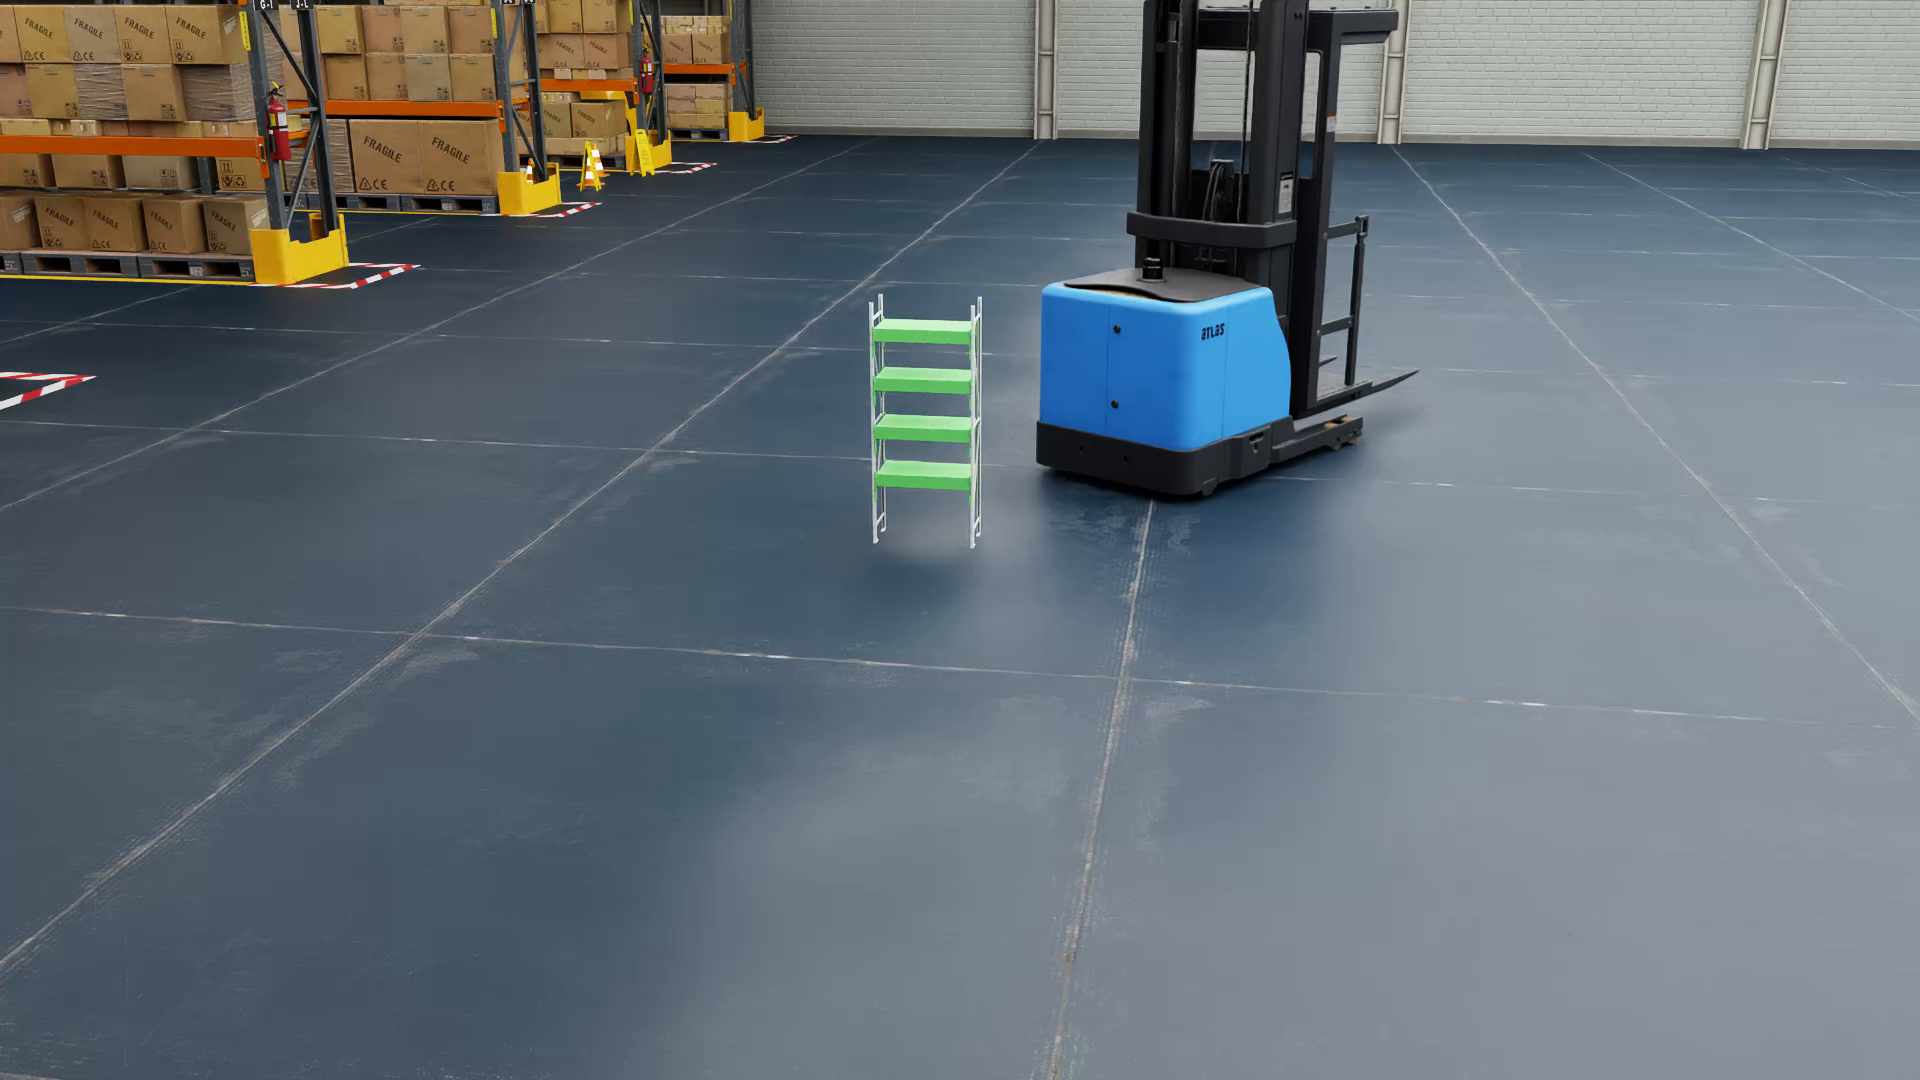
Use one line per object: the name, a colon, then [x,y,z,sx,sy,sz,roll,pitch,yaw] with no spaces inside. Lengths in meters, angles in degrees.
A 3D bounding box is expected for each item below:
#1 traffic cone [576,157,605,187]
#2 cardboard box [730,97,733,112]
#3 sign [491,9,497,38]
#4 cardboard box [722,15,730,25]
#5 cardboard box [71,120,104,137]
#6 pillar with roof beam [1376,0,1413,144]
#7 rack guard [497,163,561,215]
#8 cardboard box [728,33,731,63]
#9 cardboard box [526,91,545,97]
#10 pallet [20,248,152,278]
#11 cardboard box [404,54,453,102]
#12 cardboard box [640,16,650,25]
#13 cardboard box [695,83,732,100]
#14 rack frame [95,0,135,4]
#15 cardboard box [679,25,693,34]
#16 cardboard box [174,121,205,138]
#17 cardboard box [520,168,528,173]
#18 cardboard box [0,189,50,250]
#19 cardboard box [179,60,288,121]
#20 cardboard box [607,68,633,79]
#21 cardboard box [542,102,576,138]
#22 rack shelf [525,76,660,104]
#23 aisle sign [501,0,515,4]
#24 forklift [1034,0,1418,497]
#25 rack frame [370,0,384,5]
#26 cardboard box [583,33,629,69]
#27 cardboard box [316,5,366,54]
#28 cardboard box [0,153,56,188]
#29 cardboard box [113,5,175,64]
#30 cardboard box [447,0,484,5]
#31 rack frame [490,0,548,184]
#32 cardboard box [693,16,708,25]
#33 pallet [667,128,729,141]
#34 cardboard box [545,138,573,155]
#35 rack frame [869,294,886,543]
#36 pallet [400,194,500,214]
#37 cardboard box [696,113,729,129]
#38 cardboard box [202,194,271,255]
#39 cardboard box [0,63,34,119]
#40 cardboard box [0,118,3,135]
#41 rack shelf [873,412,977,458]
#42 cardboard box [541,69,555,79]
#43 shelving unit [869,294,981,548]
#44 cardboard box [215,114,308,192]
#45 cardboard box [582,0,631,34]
traffic cone: [-5.096,-5.116,22.864,0.334,0.463,0.336,3,19,9]
cardboard box: [-4.274,-7.843,29.899,0.500,0.250,0.500,3,19,10]
sign: [-5.411,-6.003,19.318,0.005,0.325,0.100,3,19,9]
cardboard box: [-4.140,-9.202,29.428,0.250,0.149,0.380,3,19,8]
cardboard box: [-8.010,-3.835,15.433,0.250,0.149,0.380,3,19,9]
pillar with roof beam: [6.778,-9.831,23.504,0.400,9.000,9.100,3,19,9]
rack guard: [-5.288,-4.324,20.438,0.348,0.500,1.175,3,19,9]
cardboard box: [-4.288,-8.781,29.662,0.500,0.500,0.500,4,19,10]
cardboard box: [-6.339,-6.608,24.794,0.250,0.149,0.380,4,19,11]
pallet: [-8.271,-2.757,16.211,1.213,0.211,1.003,3,19,9]
cardboard box: [-6.231,-5.607,20.097,0.550,0.550,0.875,3,19,9]
cardboard box: [-5.506,-9.103,29.132,0.250,0.149,0.380,3,19,10]
cardboard box: [-4.347,-7.917,29.332,0.500,0.250,0.500,4,19,10]
rack frame: [-15.691,-9.226,31.148,0.127,3.000,1.000,3,19,9]
cardboard box: [-4.733,-8.942,29.121,0.250,0.149,0.380,3,19,10]
cardboard box: [-7.014,-3.802,15.333,0.250,0.149,0.380,3,19,9]
cardboard box: [-6.240,-5.148,23.453,0.250,0.149,0.380,14,23,37]
cardboard box: [-9.192,-3.118,16.171,0.500,0.500,0.500,9,21,26]
cardboard box: [-6.737,-4.187,15.462,0.500,0.500,0.875,3,19,9]
cardboard box: [-5.029,-6.899,24.591,0.250,0.149,0.380,4,19,10]
cardboard box: [-5.974,-6.301,24.898,0.500,0.500,0.500,4,19,11]
rack shelf: [-6.601,-6.826,25.110,4.000,0.370,1.077,3,19,9]
aisle sign: [-5.289,-6.646,19.341,0.004,0.787,0.394,3,19,9]
forklift: [1.770,-2.011,9.694,1.130,2.935,3.031,16,24,39]
rack frame: [-8.575,-7.268,25.297,0.127,3.000,1.000,3,19,9]
cardboard box: [-5.206,-7.196,24.456,0.500,0.500,0.500,3,19,8]
cardboard box: [-7.305,-6.180,20.108,0.500,0.550,0.875,3,19,9]
cardboard box: [-11.759,-4.944,21.235,0.750,0.750,1.050,3,19,9]
cardboard box: [-7.275,-4.598,15.116,0.500,0.500,0.500,3,19,9]
cardboard box: [-7.183,-7.774,24.608,0.500,0.500,0.700,3,19,7]
rack frame: [-5.311,-5.511,20.045,0.127,3.000,1.000,3,19,9]
cardboard box: [-4.478,-9.072,29.042,0.250,0.149,0.380,3,19,9]
pallet: [-4.604,-7.325,29.862,1.213,0.211,1.003,3,19,9]
cardboard box: [-5.977,-5.947,25.020,0.500,0.250,0.500,3,19,9]
rack frame: [-0.404,-0.590,8.174,0.015,1.200,0.240,3,19,9]
pallet: [-6.113,-4.204,20.535,1.213,0.211,1.003,3,19,9]
cardboard box: [-4.356,-7.442,29.488,0.500,0.250,0.500,3,19,9]
cardboard box: [-6.812,-3.012,15.856,0.500,0.500,0.500,7,20,19]
cardboard box: [-8.715,-4.280,15.740,0.500,0.500,0.875,3,19,9]
cardboard box: [-8.998,-3.883,15.578,0.250,0.149,0.380,3,19,9]
rack shelf: [-0.163,-0.517,8.158,0.480,0.148,0.258,3,19,9]
cardboard box: [-6.036,-6.957,24.764,0.250,0.149,0.380,3,19,9]
shelving unit: [-0.163,-0.577,8.138,0.503,1.200,0.258,3,19,9]
cardboard box: [-8.651,-4.850,20.757,0.875,0.875,0.875,3,19,9]
cardboard box: [-5.165,-7.686,24.346,0.500,0.500,0.700,2,19,7]
